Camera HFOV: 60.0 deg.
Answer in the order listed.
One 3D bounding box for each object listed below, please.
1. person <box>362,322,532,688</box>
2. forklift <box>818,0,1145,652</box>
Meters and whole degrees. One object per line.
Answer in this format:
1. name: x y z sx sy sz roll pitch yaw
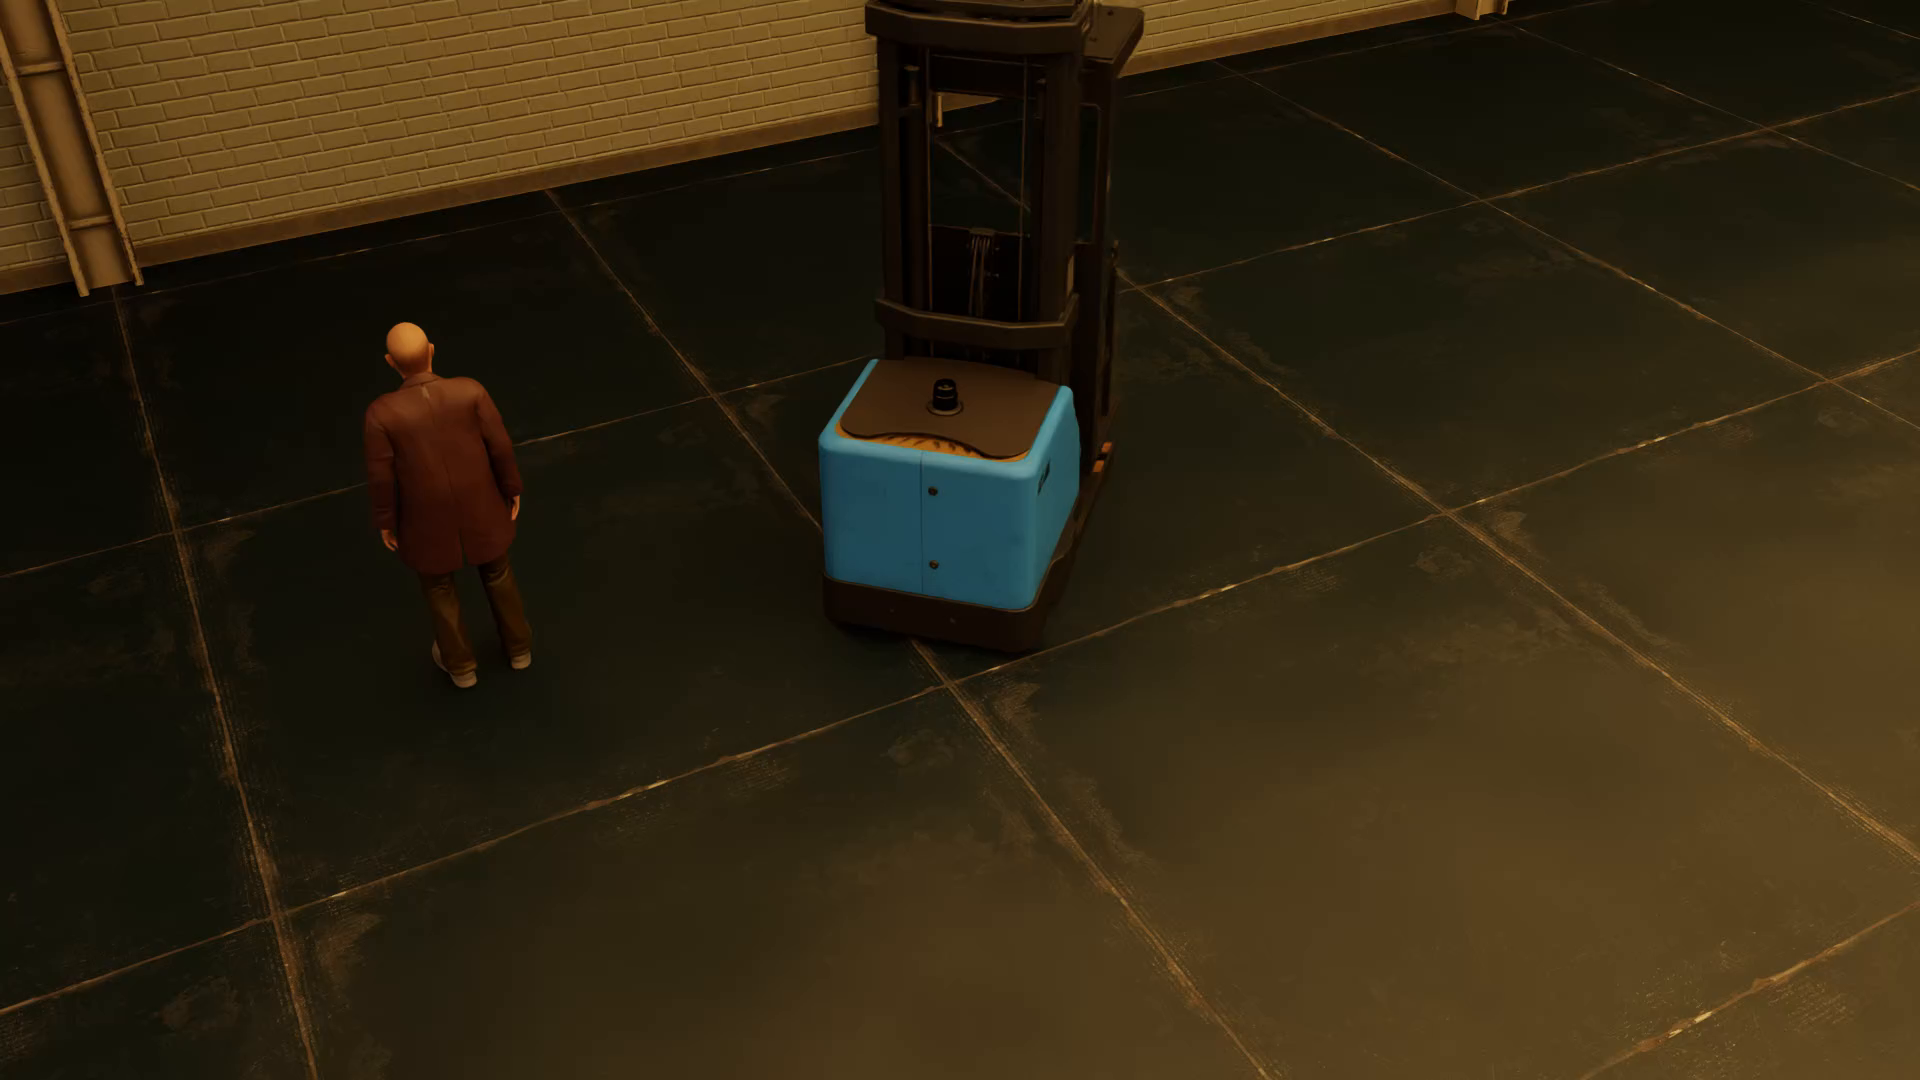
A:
1. person: -2.254 -0.146 7.333 0.659 1.772 0.438 -16 38 -21
2. forklift: 0.240 -1.521 8.275 1.130 2.935 3.031 9 36 13
